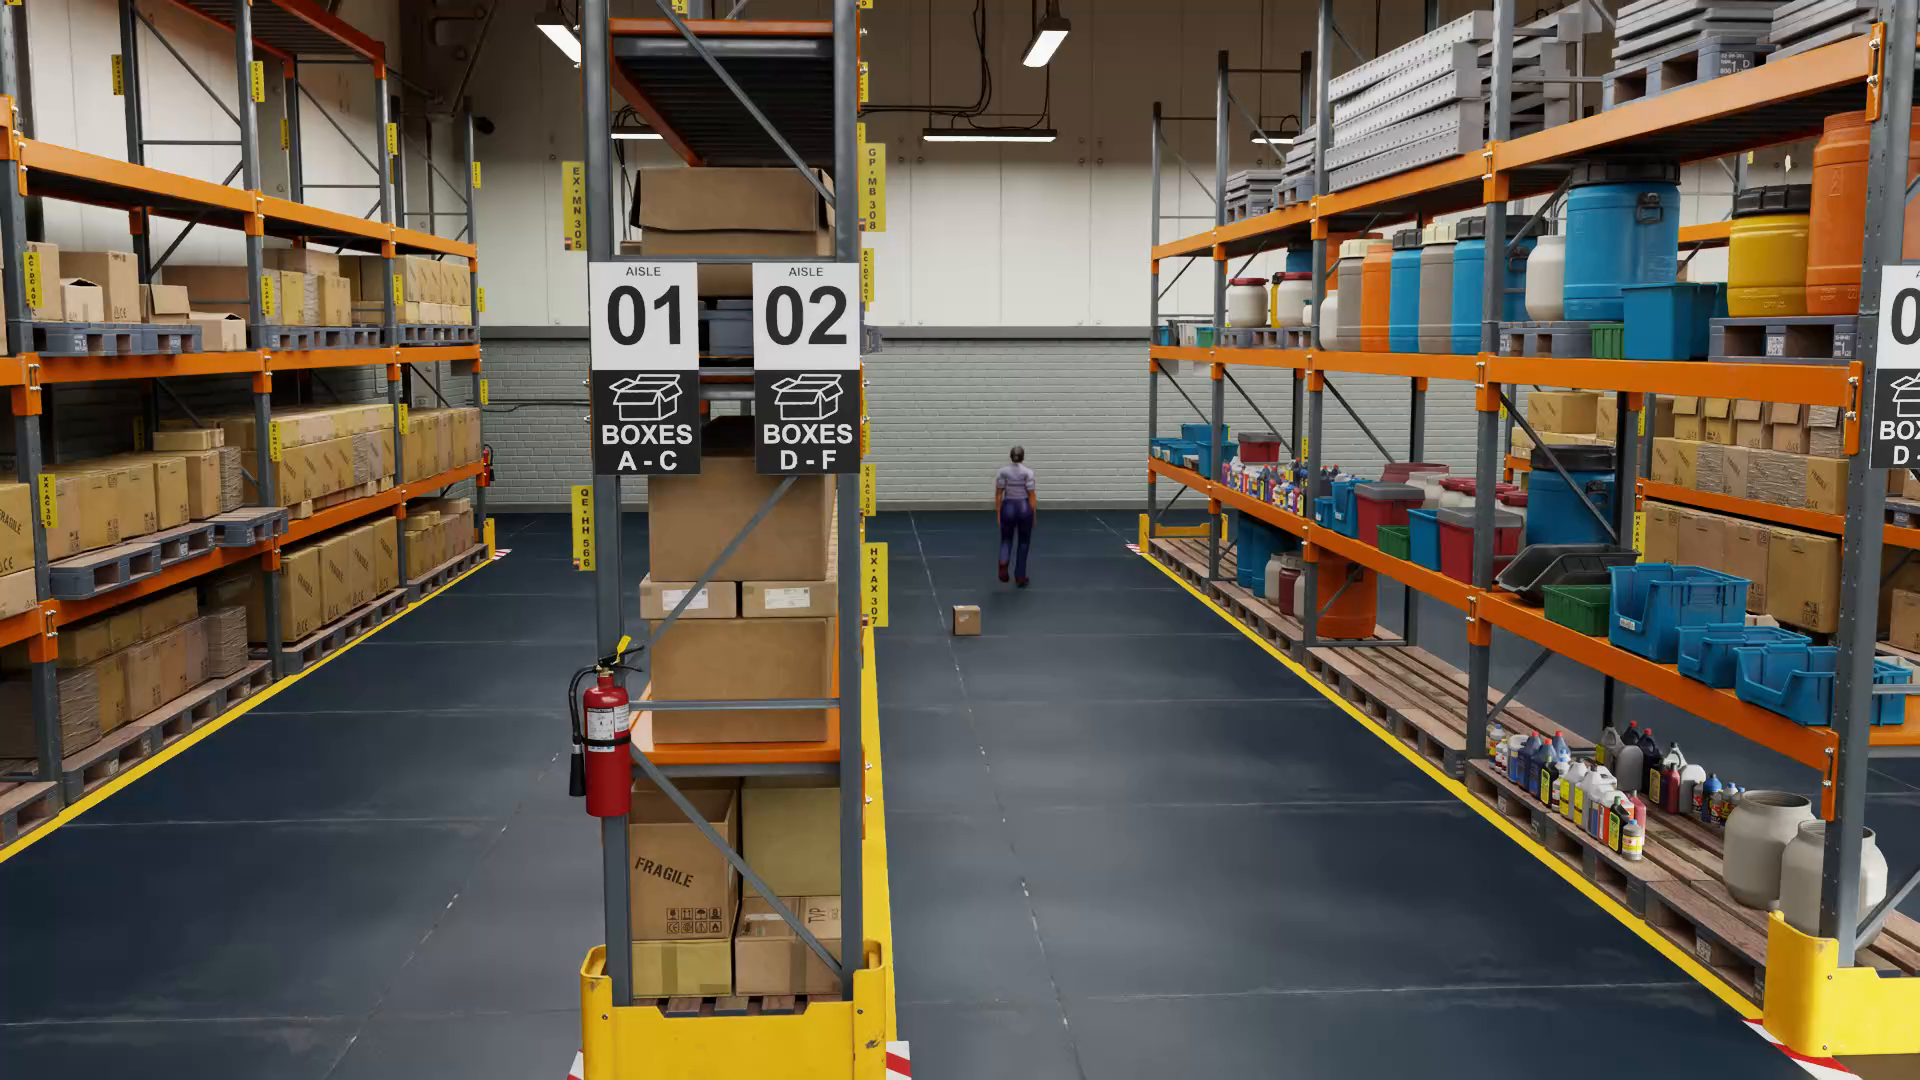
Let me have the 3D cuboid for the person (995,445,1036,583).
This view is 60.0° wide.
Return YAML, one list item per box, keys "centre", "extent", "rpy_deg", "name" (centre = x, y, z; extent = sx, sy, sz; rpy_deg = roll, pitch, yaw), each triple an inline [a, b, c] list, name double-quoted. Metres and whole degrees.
- centre: [0.664, -0.305, 19.627]
  extent: [0.477, 1.636, 0.466]
  rpy_deg: [2, 7, 16]
  name: "person"
